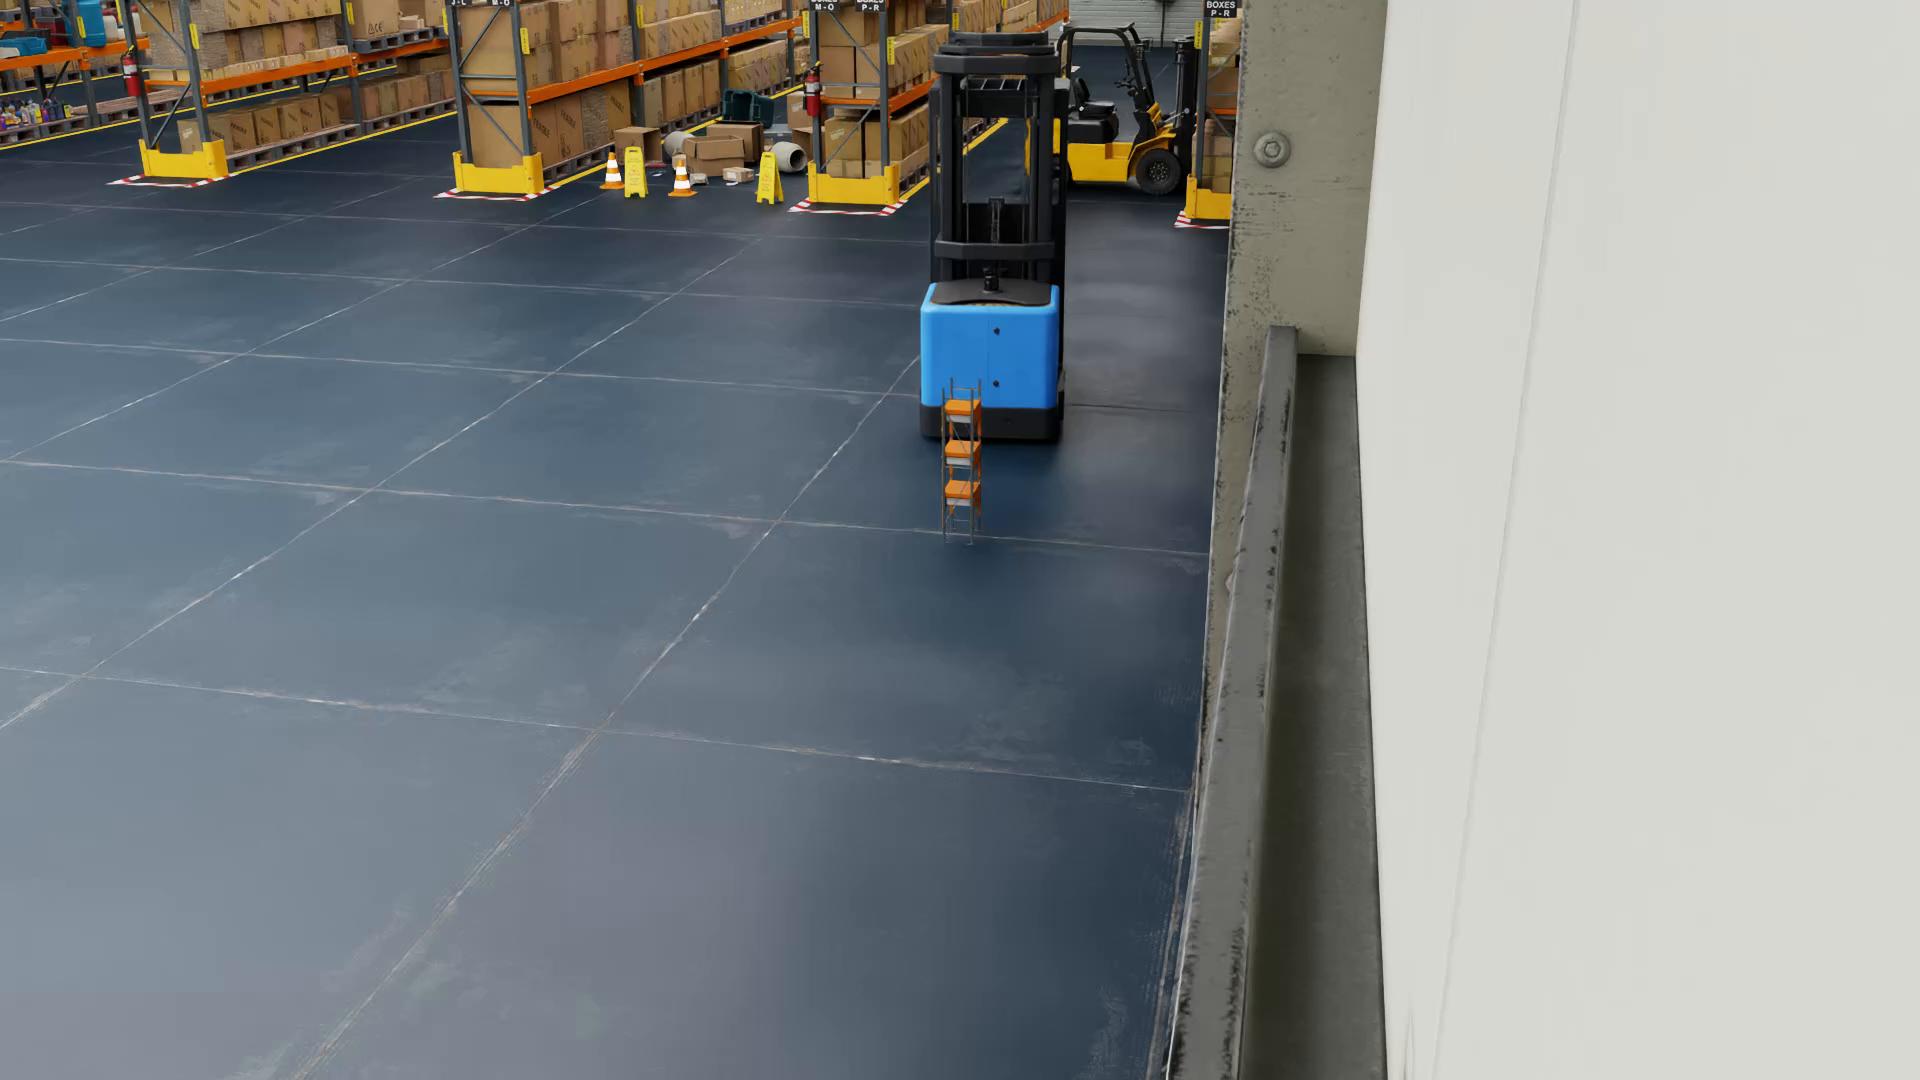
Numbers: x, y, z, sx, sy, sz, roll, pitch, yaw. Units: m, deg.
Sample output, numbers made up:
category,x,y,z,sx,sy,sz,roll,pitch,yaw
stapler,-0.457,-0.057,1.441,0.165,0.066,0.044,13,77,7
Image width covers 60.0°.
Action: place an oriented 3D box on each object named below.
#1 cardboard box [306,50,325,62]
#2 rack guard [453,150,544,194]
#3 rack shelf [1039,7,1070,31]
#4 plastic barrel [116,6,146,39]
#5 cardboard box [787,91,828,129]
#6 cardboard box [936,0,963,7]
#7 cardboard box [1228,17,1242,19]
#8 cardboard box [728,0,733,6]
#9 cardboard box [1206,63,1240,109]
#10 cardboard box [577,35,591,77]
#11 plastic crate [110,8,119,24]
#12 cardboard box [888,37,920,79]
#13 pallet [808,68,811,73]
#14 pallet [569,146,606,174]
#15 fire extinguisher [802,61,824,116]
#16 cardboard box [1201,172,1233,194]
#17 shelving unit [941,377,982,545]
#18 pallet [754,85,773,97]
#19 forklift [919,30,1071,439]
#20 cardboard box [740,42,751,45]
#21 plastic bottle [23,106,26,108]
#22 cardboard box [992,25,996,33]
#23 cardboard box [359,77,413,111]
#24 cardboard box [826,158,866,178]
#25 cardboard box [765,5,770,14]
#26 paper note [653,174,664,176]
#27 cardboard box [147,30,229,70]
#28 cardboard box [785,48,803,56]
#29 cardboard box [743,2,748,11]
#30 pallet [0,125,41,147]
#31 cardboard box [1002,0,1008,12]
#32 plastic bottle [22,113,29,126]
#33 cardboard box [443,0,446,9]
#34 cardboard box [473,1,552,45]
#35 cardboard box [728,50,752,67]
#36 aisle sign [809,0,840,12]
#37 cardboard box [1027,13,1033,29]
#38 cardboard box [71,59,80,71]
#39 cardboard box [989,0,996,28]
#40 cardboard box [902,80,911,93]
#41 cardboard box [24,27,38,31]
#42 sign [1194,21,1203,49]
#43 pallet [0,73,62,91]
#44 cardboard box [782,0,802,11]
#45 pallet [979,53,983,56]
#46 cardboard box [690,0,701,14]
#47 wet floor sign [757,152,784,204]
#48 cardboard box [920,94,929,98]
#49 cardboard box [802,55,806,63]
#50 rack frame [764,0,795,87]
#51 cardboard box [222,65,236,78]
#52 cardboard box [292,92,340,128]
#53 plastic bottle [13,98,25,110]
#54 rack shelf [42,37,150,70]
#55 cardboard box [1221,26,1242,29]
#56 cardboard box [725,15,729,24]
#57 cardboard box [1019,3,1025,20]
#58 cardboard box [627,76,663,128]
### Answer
category,x,y,z,sx,sy,sz,roll,pitch,yaw
cardboard box,-10.169,-7.571,25.989,0.380,0.149,0.250,4,22,11
rack guard,-6.287,-5.020,22.664,1.175,0.500,0.348,4,22,11
rack shelf,1.441,-10.635,34.221,1.077,0.370,4.000,4,22,11
plastic barrel,-14.590,-9.109,29.288,0.433,0.535,0.433,0,22,0
cardboard box,-2.348,-6.627,25.641,0.500,0.500,0.500,4,22,11
cardboard box,-0.157,-8.136,25.093,0.380,0.149,0.250,4,22,11
cardboard box,4.323,-7.996,25.704,0.380,0.149,0.250,4,22,9
cardboard box,-4.314,-9.721,29.969,0.380,0.149,0.250,4,22,9
cardboard box,3.287,-5.717,20.916,0.500,0.500,0.500,4,22,10
cardboard box,-5.855,-6.992,24.014,0.875,0.550,0.500,4,22,11
plastic crate,-14.963,-9.369,30.030,0.402,0.464,0.583,4,22,11
cardboard box,-0.842,-6.561,22.611,0.500,0.500,0.500,4,22,10
pallet,-3.485,-9.980,35.365,1.003,0.211,1.213,4,22,11
pallet,-5.945,-5.638,24.585,1.003,0.211,1.213,4,22,11
fire extinguisher,-1.890,-5.806,21.372,0.296,0.674,0.183,4,22,11
cardboard box,3.231,-4.586,21.359,0.500,0.250,0.500,5,22,11
shelving unit,0.011,-0.507,10.721,0.215,1.050,0.252,4,22,11
pallet,-4.238,-8.551,31.819,1.003,0.211,1.213,4,22,11
forklift,0.320,-2.629,13.473,1.130,2.935,3.031,2,22,4
cardboard box,-4.349,-9.515,32.259,0.500,0.250,0.500,5,22,12
plastic bottle,-15.210,-6.941,27.134,0.061,0.283,0.133,4,22,11
cardboard box,0.389,-8.515,27.770,0.380,0.149,0.250,4,22,10
cardboard box,-9.925,-7.712,28.758,0.700,0.500,0.500,3,22,6
cardboard box,-1.509,-5.092,22.616,0.500,0.250,0.500,4,22,11
cardboard box,-3.878,-10.217,31.997,0.380,0.149,0.250,3,22,8
paper note,-4.309,-5.239,23.839,0.144,0.017,0.142,13,25,29
cardboard box,-10.978,-6.987,23.670,0.875,0.500,0.500,4,22,11
cardboard box,-3.443,-10.028,34.211,0.380,0.149,0.250,4,22,10
cardboard box,-4.147,-9.873,30.742,0.380,0.149,0.250,4,22,11
pallet,-15.574,-6.461,26.627,1.003,0.211,1.213,4,22,11
cardboard box,0.557,-9.446,28.835,0.500,0.500,0.500,4,22,9
plastic bottle,-15.139,-6.800,26.894,0.097,0.201,0.097,0,22,0
cardboard box,-9.556,-9.570,29.919,0.500,0.500,0.500,2,22,4
cardboard box,-6.147,-7.100,22.836,0.875,0.550,0.550,4,22,11
cardboard box,-4.169,-8.917,30.773,0.500,0.250,0.500,4,22,10
aisle sign,-1.712,-7.053,20.887,0.394,0.787,0.004,4,22,11
cardboard box,1.083,-9.798,31.382,0.500,0.250,0.500,4,22,10
cardboard box,-18.499,-10.041,34.543,0.500,0.500,0.500,4,22,9
cardboard box,0.301,-8.776,27.549,0.500,0.500,0.500,4,22,10
cardboard box,-0.876,-6.114,22.369,0.380,0.149,0.250,5,22,12
cardboard box,-22.547,-12.177,39.871,0.700,0.500,0.500,4,22,11
sign,2.916,-6.165,20.293,0.100,0.325,0.005,4,22,11
pallet,-18.993,-9.263,33.585,1.003,0.211,1.213,4,22,11
cardboard box,-3.486,-10.923,33.444,0.500,0.500,0.500,4,22,10
pallet,-0.147,-7.958,26.869,1.003,0.211,1.213,4,22,11
cardboard box,-4.853,-9.276,28.413,0.700,0.500,0.500,4,22,10
wet floor sign,-2.502,-4.768,21.844,0.267,0.644,0.232,13,25,29
cardboard box,-0.458,-6.341,24.713,0.500,0.500,0.500,4,22,10
cardboard box,-3.410,-9.985,34.503,0.380,0.149,0.250,3,22,8
rack frame,-3.834,-10.577,33.116,1.000,3.000,0.127,4,22,11
cardboard box,-10.690,-6.753,23.958,0.380,0.149,0.250,4,22,11
cardboard box,-10.422,-6.959,26.915,0.500,0.500,0.500,4,22,9
plastic bottle,-15.580,-7.145,27.550,0.144,0.351,0.185,4,22,11
rack shelf,-14.742,-8.842,29.770,1.077,0.370,4.000,4,22,11
cardboard box,3.720,-6.848,22.457,0.380,0.149,0.250,4,22,11
cardboard box,-4.361,-9.341,29.820,0.380,0.149,0.250,4,22,10
cardboard box,0.898,-9.657,30.364,0.500,0.250,0.500,5,22,12
cardboard box,-5.428,-7.037,26.774,1.050,0.750,0.750,4,22,11
